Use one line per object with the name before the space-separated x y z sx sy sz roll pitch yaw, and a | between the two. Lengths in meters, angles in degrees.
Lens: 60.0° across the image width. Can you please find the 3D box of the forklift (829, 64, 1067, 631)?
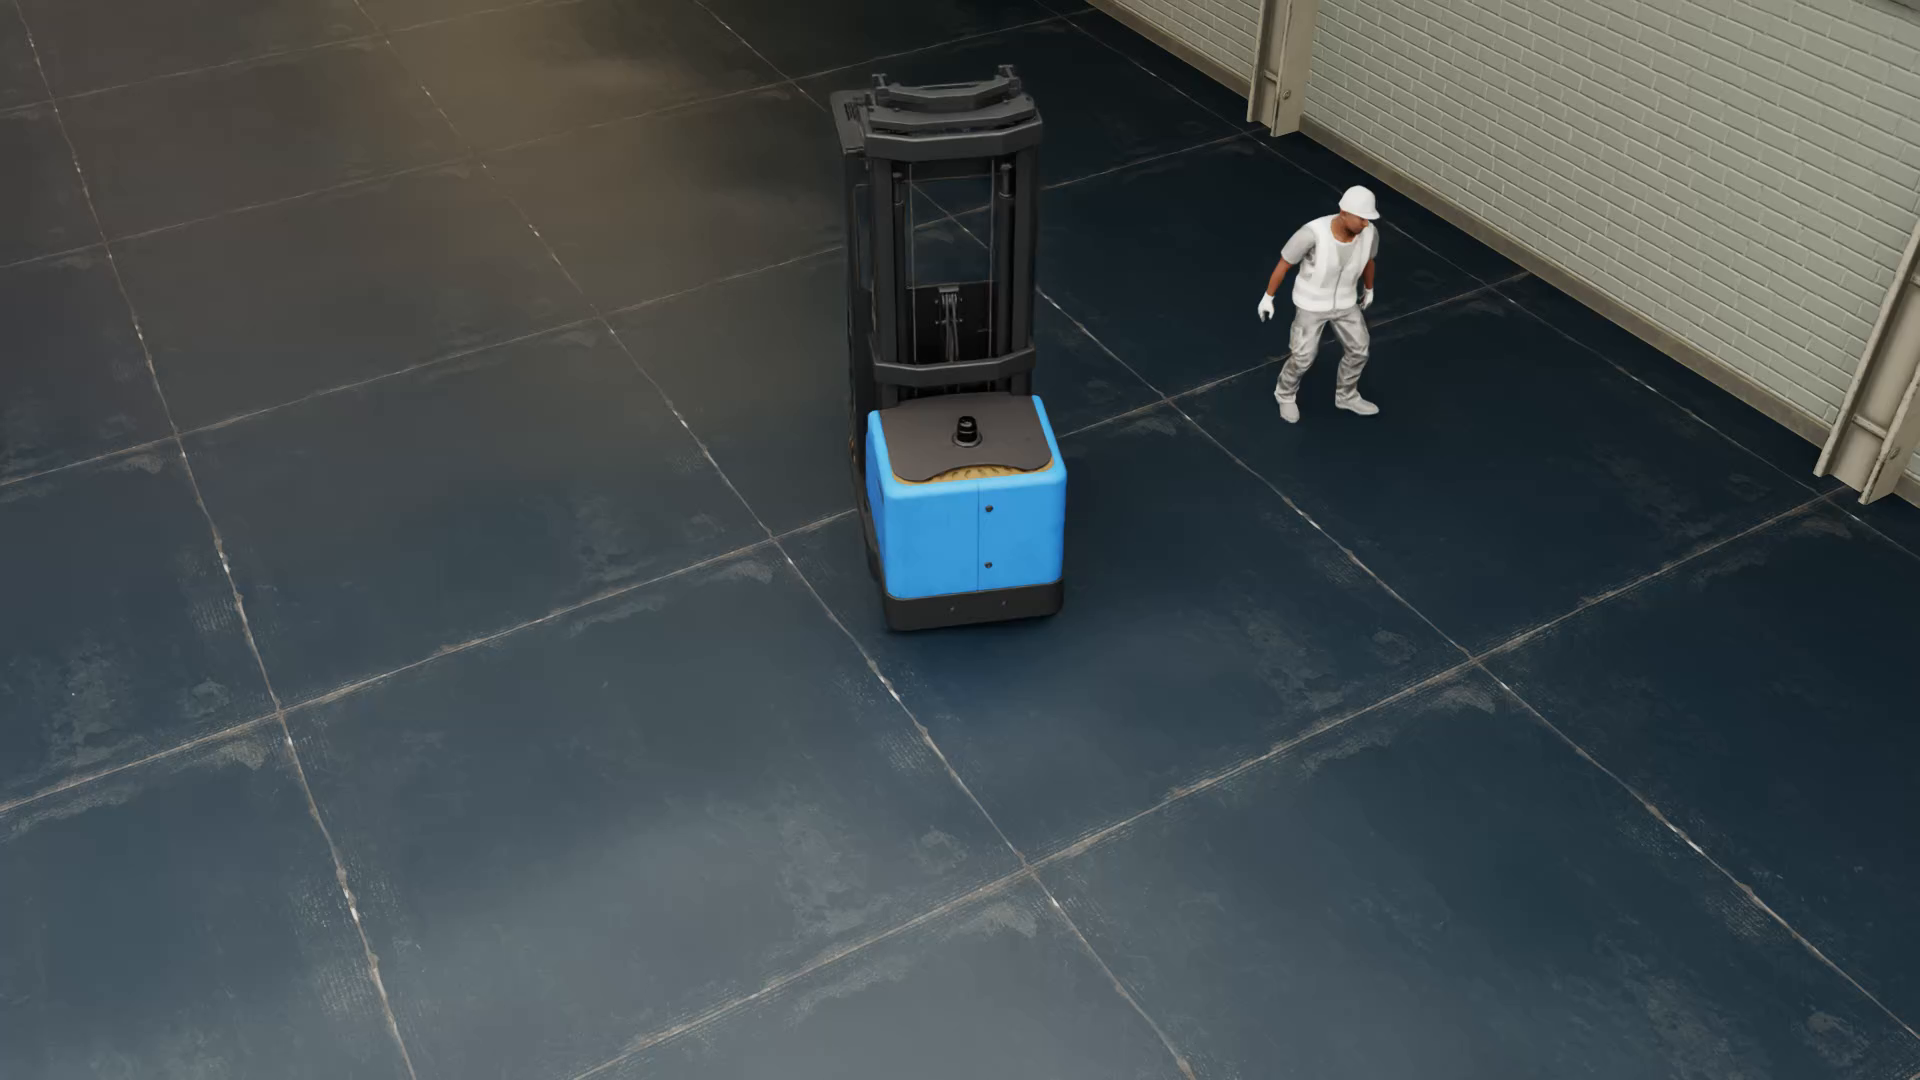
forklift | -0.146 -1.546 9.900 1.130 2.935 3.031 -6 40 -7

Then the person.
person | 2.400 -1.530 10.823 0.881 1.743 0.453 -9 41 -11
